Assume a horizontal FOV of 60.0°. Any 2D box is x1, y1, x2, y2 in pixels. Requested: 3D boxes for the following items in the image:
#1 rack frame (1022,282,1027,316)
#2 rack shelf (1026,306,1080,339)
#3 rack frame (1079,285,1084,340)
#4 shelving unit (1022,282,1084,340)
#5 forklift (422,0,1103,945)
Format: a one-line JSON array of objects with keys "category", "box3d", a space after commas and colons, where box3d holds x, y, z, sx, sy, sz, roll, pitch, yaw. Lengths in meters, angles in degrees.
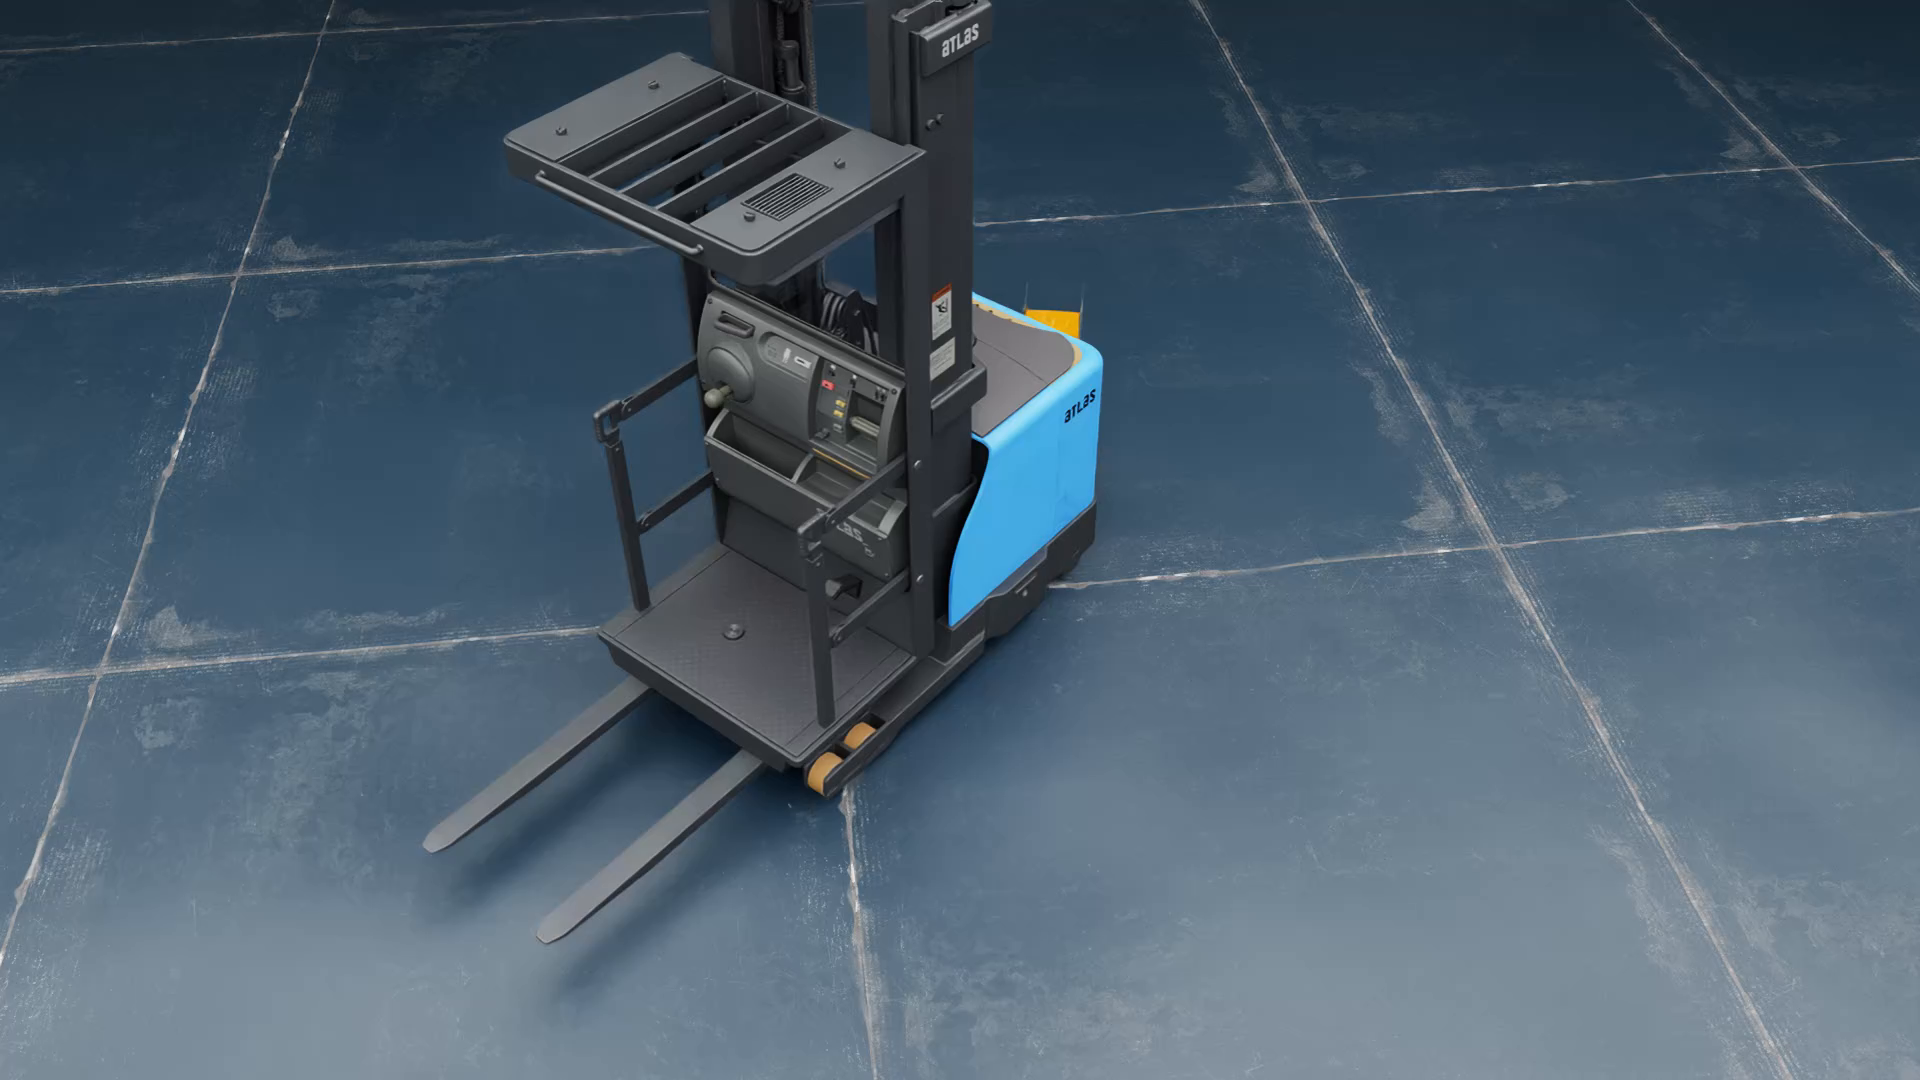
[{"category": "rack frame", "box3d": [0.274, -0.648, 7.400, 0.008, 1.050, 0.200, 4, 42, 4]}, {"category": "rack shelf", "box3d": [0.396, -0.843, 7.208, 0.240, 0.259, 0.215, 4, 42, 4]}, {"category": "rack frame", "box3d": [0.517, -0.632, 7.382, 0.008, 1.050, 0.200, 4, 42, 4]}, {"category": "shelving unit", "box3d": [0.396, -0.640, 7.391, 0.252, 1.050, 0.215, 4, 42, 4]}, {"category": "forklift", "box3d": [-0.716, -0.488, 5.818, 1.130, 2.935, 3.031, 28, 49, 28]}]
